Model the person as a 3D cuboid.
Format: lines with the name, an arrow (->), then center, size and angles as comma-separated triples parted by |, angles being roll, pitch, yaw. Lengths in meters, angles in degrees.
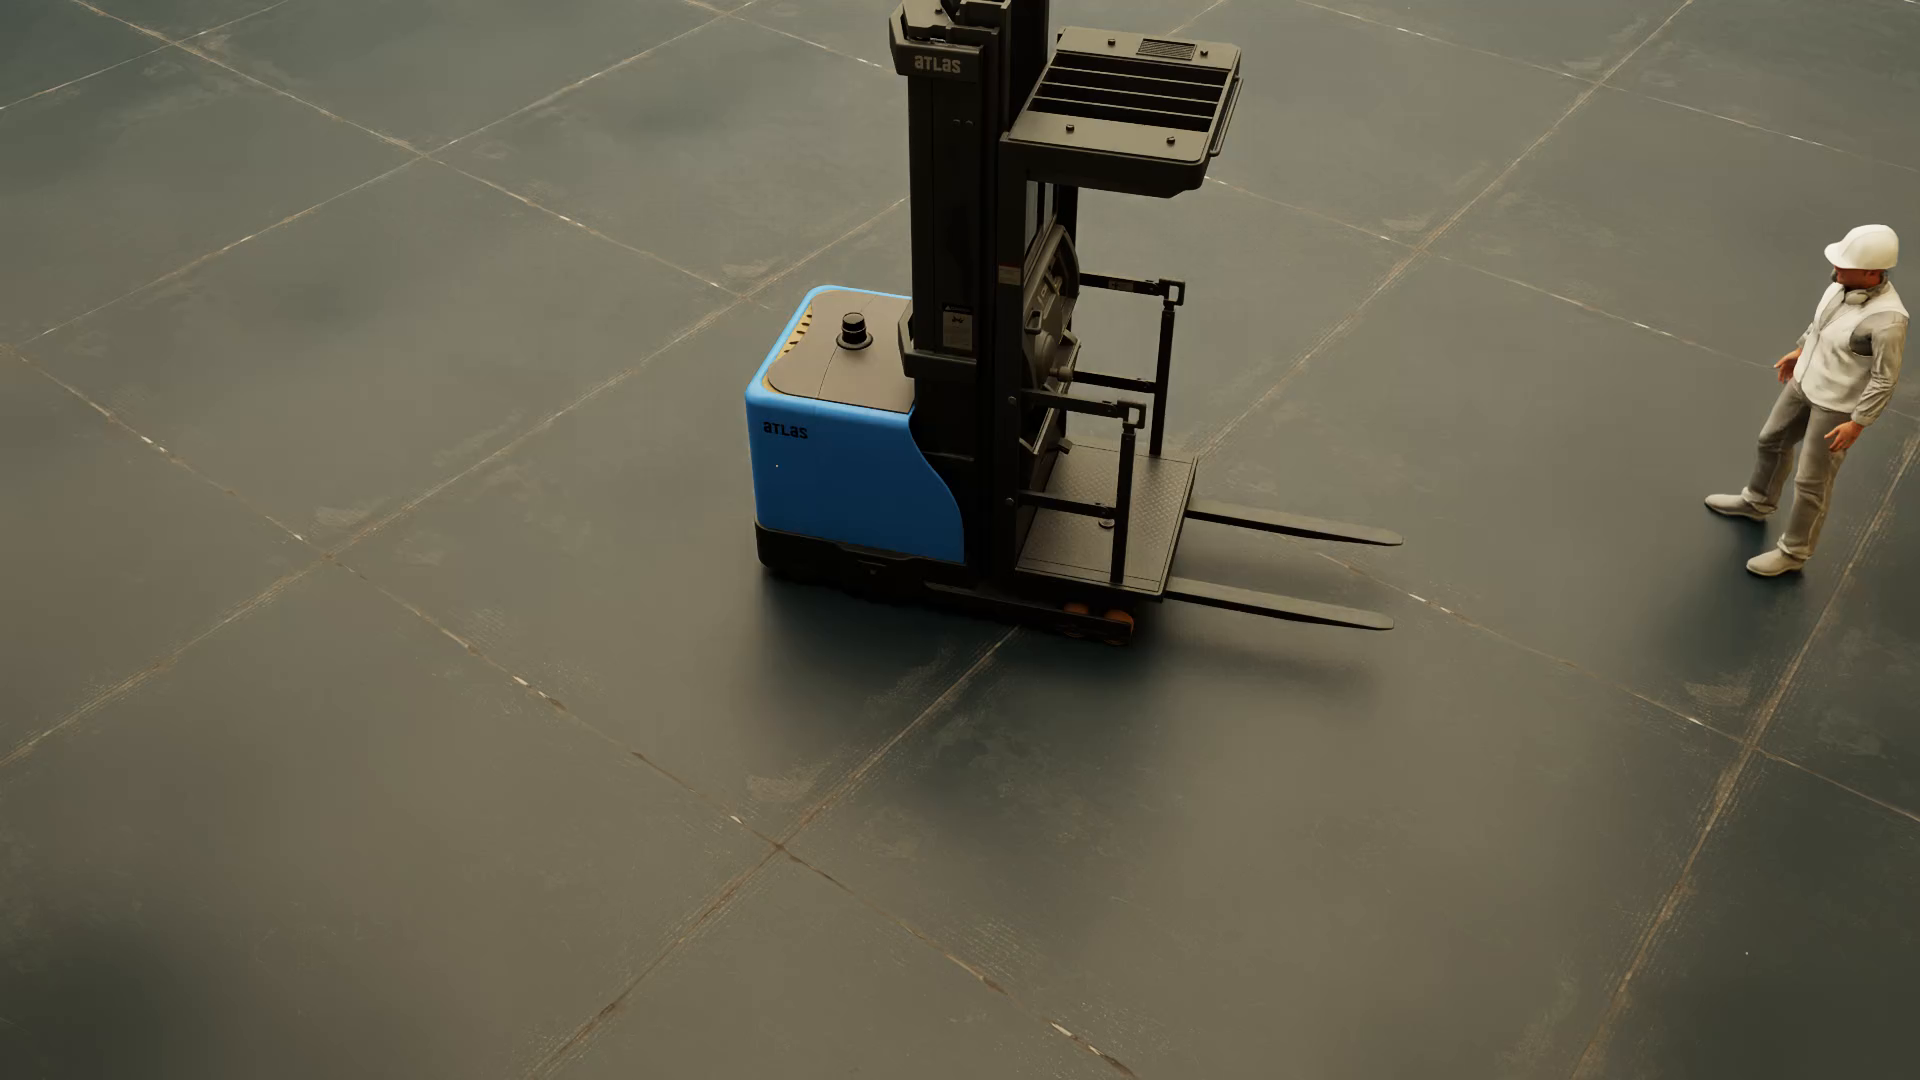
person -> 4.039, -0.698, 7.788 | 0.464, 1.775, 0.650 | 0, 40, 0

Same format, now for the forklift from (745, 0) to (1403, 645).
forklift -> 0.587, -1.011, 7.260 | 3.031, 2.935, 1.130 | 10, 41, 12
